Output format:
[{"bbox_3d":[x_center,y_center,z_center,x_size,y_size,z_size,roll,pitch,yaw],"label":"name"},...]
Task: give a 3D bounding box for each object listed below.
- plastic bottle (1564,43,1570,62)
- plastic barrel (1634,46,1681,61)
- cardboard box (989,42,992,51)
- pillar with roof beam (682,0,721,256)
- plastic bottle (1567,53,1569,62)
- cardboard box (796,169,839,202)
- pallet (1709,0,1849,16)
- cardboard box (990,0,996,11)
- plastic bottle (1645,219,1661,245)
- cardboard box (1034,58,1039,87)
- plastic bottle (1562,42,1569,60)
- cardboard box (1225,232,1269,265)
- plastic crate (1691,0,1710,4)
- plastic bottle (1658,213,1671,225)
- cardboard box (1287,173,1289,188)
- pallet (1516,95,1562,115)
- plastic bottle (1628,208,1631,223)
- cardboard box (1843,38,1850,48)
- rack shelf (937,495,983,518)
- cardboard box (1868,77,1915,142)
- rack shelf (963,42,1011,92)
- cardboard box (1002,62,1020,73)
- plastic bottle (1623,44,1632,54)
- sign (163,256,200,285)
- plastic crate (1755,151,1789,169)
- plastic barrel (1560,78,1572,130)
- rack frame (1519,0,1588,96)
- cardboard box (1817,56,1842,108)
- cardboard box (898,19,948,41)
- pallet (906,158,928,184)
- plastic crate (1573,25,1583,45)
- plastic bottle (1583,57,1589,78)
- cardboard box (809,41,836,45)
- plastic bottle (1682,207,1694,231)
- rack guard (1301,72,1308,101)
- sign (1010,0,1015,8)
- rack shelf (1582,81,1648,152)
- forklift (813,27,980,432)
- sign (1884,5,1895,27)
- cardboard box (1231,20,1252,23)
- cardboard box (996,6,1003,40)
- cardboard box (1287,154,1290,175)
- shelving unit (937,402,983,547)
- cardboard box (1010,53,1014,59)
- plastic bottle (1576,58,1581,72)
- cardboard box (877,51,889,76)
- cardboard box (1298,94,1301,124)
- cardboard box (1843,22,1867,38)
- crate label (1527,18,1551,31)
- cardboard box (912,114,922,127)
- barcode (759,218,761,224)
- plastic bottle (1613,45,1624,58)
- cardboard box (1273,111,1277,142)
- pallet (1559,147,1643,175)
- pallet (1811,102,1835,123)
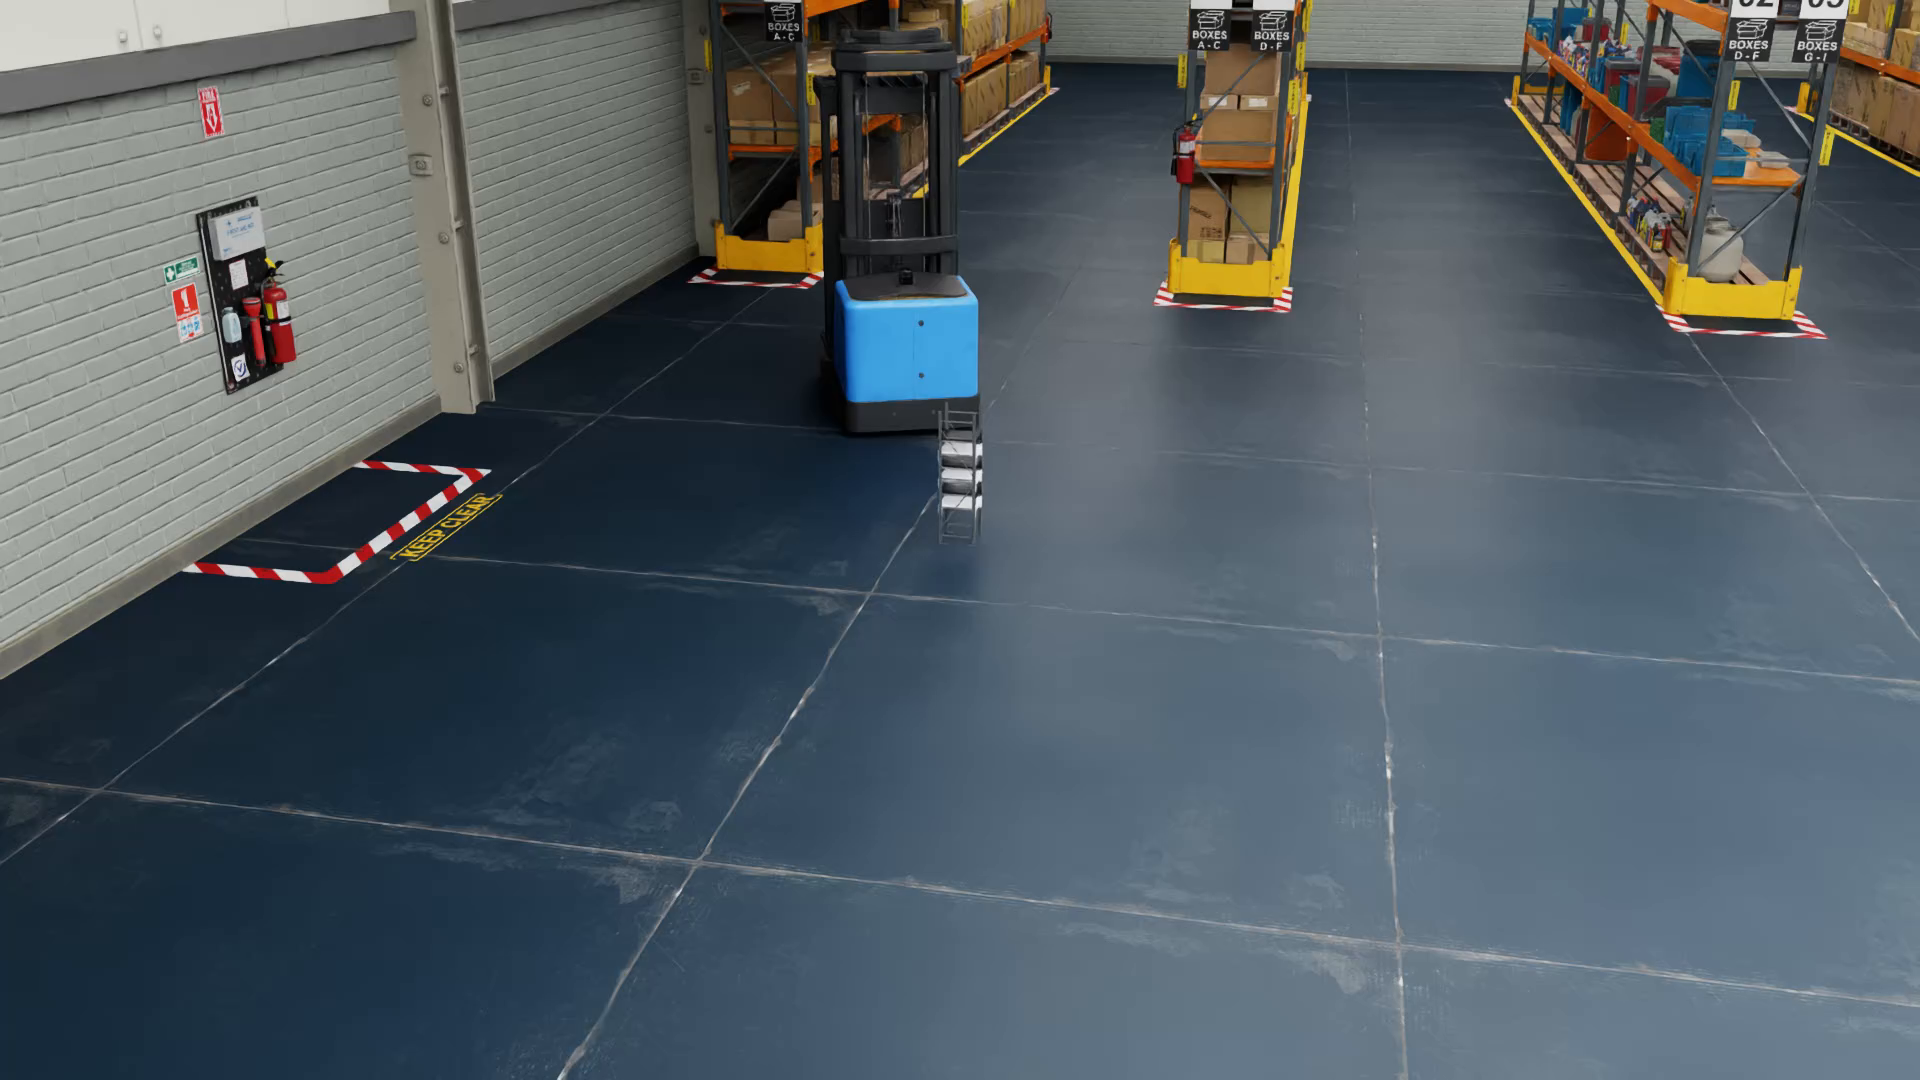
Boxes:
[{"bbox_3d":[9.377,-7.513,25.649,0.061,0.283,0.133,4,22,11],"label":"plastic bottle"},{"bbox_3d":[9.437,-6.401,22.550,0.600,0.536,0.708,4,22,11],"label":"plastic barrel"},{"bbox_3d":[0.324,-8.125,27.323,0.380,0.149,0.250,4,22,11],"label":"cardboard box"},{"bbox_3d":[1.414,-7.137,16.528,9.100,9.000,0.400,4,22,11],"label":"pillar with roof beam"},{"bbox_3d":[9.344,-7.382,25.434,0.097,0.201,0.097,0,22,0],"label":"plastic bottle"},{"bbox_3d":[-1.552,-4.124,19.835,0.700,0.500,0.500,3,22,8],"label":"cardboard box"},{"bbox_3d":[7.867,-5.204,15.997,1.003,0.211,1.213,4,22,11],"label":"pallet"},{"bbox_3d":[0.290,-8.727,26.945,0.500,0.250,0.500,5,22,12],"label":"cardboard box"},{"bbox_3d":[7.655,-3.391,18.316,0.152,0.276,0.135,4,22,9],"label":"plastic bottle"},{"bbox_3d":[1.124,-8.983,31.928,0.700,0.500,0.500,4,22,11],"label":"cardboard box"},{"bbox_3d":[9.459,-7.619,25.930,0.097,0.271,0.097,0,22,0],"label":"plastic bottle"},{"bbox_3d":[3.081,-3.082,17.610,0.500,0.250,0.500,4,22,11],"label":"cardboard box"},{"bbox_3d":[7.697,-5.709,17.020,0.392,0.384,0.575,4,22,11],"label":"plastic crate"},{"bbox_3d":[7.873,-3.518,18.631,0.152,0.276,0.135,4,22,11],"label":"plastic bottle"},{"bbox_3d":[4.001,-4.682,21.581,0.500,0.250,0.500,5,22,12],"label":"cardboard box"},{"bbox_3d":[10.661,-7.864,30.098,1.003,0.211,1.213,4,22,11],"label":"pallet"},{"bbox_3d":[7.883,-3.816,19.471,0.097,0.201,0.097,0,22,0],"label":"plastic bottle"},{"bbox_3d":[15.008,-8.295,27.771,0.380,0.149,0.250,4,22,10],"label":"cardboard box"},{"bbox_3d":[0.002,-0.223,10.773,0.258,0.077,0.200,4,22,11],"label":"rack shelf"},{"bbox_3d":[14.789,-6.590,25.482,1.225,0.875,0.875,5,22,11],"label":"cardboard box"},{"bbox_3d":[-0.056,-7.684,26.880,1.077,0.370,4.000,4,22,11],"label":"rack shelf"},{"bbox_3d":[0.854,-8.462,29.765,0.380,0.149,0.250,5,23,13],"label":"cardboard box"},{"bbox_3d":[9.959,-7.207,24.798,0.144,0.351,0.185,4,22,11],"label":"plastic bottle"},{"bbox_3d":[-4.770,-1.656,10.193,0.001,0.109,0.331,4,22,11],"label":"sign"},{"bbox_3d":[8.100,-3.785,16.590,0.298,0.136,0.250,4,22,11],"label":"plastic crate"},{"bbox_3d":[9.923,-7.017,26.509,0.600,0.901,0.708,4,22,11],"label":"plastic barrel"},{"bbox_3d":[10.867,-9.456,30.318,1.000,3.000,0.127,4,22,11],"label":"rack frame"},{"bbox_3d":[15.664,-8.048,29.103,0.875,0.875,0.875,4,22,11],"label":"cardboard box"},{"bbox_3d":[-0.550,-7.364,24.399,0.700,0.500,0.500,2,22,5],"label":"cardboard box"},{"bbox_3d":[-0.876,-5.262,23.636,1.003,0.211,1.213,4,22,11],"label":"pallet"},{"bbox_3d":[10.543,-8.511,28.049,0.437,0.282,0.530,4,22,11],"label":"plastic crate"},{"bbox_3d":[8.947,-6.741,23.733,0.061,0.283,0.133,4,22,11],"label":"plastic bottle"},{"bbox_3d":[-1.580,-5.955,20.794,0.500,0.500,0.500,4,22,10],"label":"cardboard box"},{"bbox_3d":[8.380,-3.683,19.040,0.152,0.276,0.135,4,22,11],"label":"plastic bottle"},{"bbox_3d":[6.003,-8.648,31.657,1.175,0.500,0.348,4,22,11],"label":"rack guard"},{"bbox_3d":[0.886,-9.211,28.266,0.100,0.325,0.005,4,22,11],"label":"sign"},{"bbox_3d":[8.827,-5.465,21.372,1.077,0.370,4.000,4,22,11],"label":"rack shelf"},{"bbox_3d":[-0.597,-2.697,13.628,1.130,2.935,3.031,-4,22,-9],"label":"forklift"},{"bbox_3d":[14.356,-8.096,25.676,0.100,0.325,0.005,4,22,11],"label":"sign"},{"bbox_3d":[3.384,-5.747,19.238,0.700,0.500,0.500,4,22,11],"label":"cardboard box"},{"bbox_3d":[0.411,-8.567,27.551,0.500,0.500,0.500,5,22,11],"label":"cardboard box"},{"bbox_3d":[3.899,-4.758,21.021,0.500,0.311,0.500,5,22,11],"label":"cardboard box"},{"bbox_3d":[0.002,-0.420,10.693,0.258,0.900,0.210,4,22,11],"label":"shelving unit"},{"bbox_3d":[0.799,-9.068,31.270,0.380,0.149,0.250,5,22,11],"label":"cardboard box"},{"bbox_3d":[9.127,-6.993,24.469,0.097,0.201,0.097,0,22,0],"label":"plastic bottle"},{"bbox_3d":[-1.170,-5.731,20.239,0.500,0.500,0.500,4,22,11],"label":"cardboard box"},{"bbox_3d":[5.171,-6.851,26.607,0.500,0.500,0.500,5,22,12],"label":"cardboard box"},{"bbox_3d":[15.148,-8.618,28.040,0.500,0.250,0.500,4,22,9],"label":"cardboard box"},{"bbox_3d":[10.495,-9.341,30.177,0.416,0.233,0.303,4,22,11],"label":"crate label"},{"bbox_3d":[-0.837,-6.019,23.536,0.500,0.250,0.500,4,22,11],"label":"cardboard box"},{"bbox_3d":[-2.255,-3.604,18.786,0.001,0.075,0.075,4,22,11],"label":"barcode"},{"bbox_3d":[9.783,-7.169,24.705,0.144,0.351,0.185,4,22,11],"label":"plastic bottle"},{"bbox_3d":[3.071,-4.574,18.061,0.700,0.500,0.500,5,22,11],"label":"cardboard box"},{"bbox_3d":[9.355,-5.529,24.299,1.003,0.211,1.213,4,22,11],"label":"pallet"},{"bbox_3d":[15.630,-7.487,29.161,1.003,0.211,1.213,4,22,11],"label":"pallet"}]
